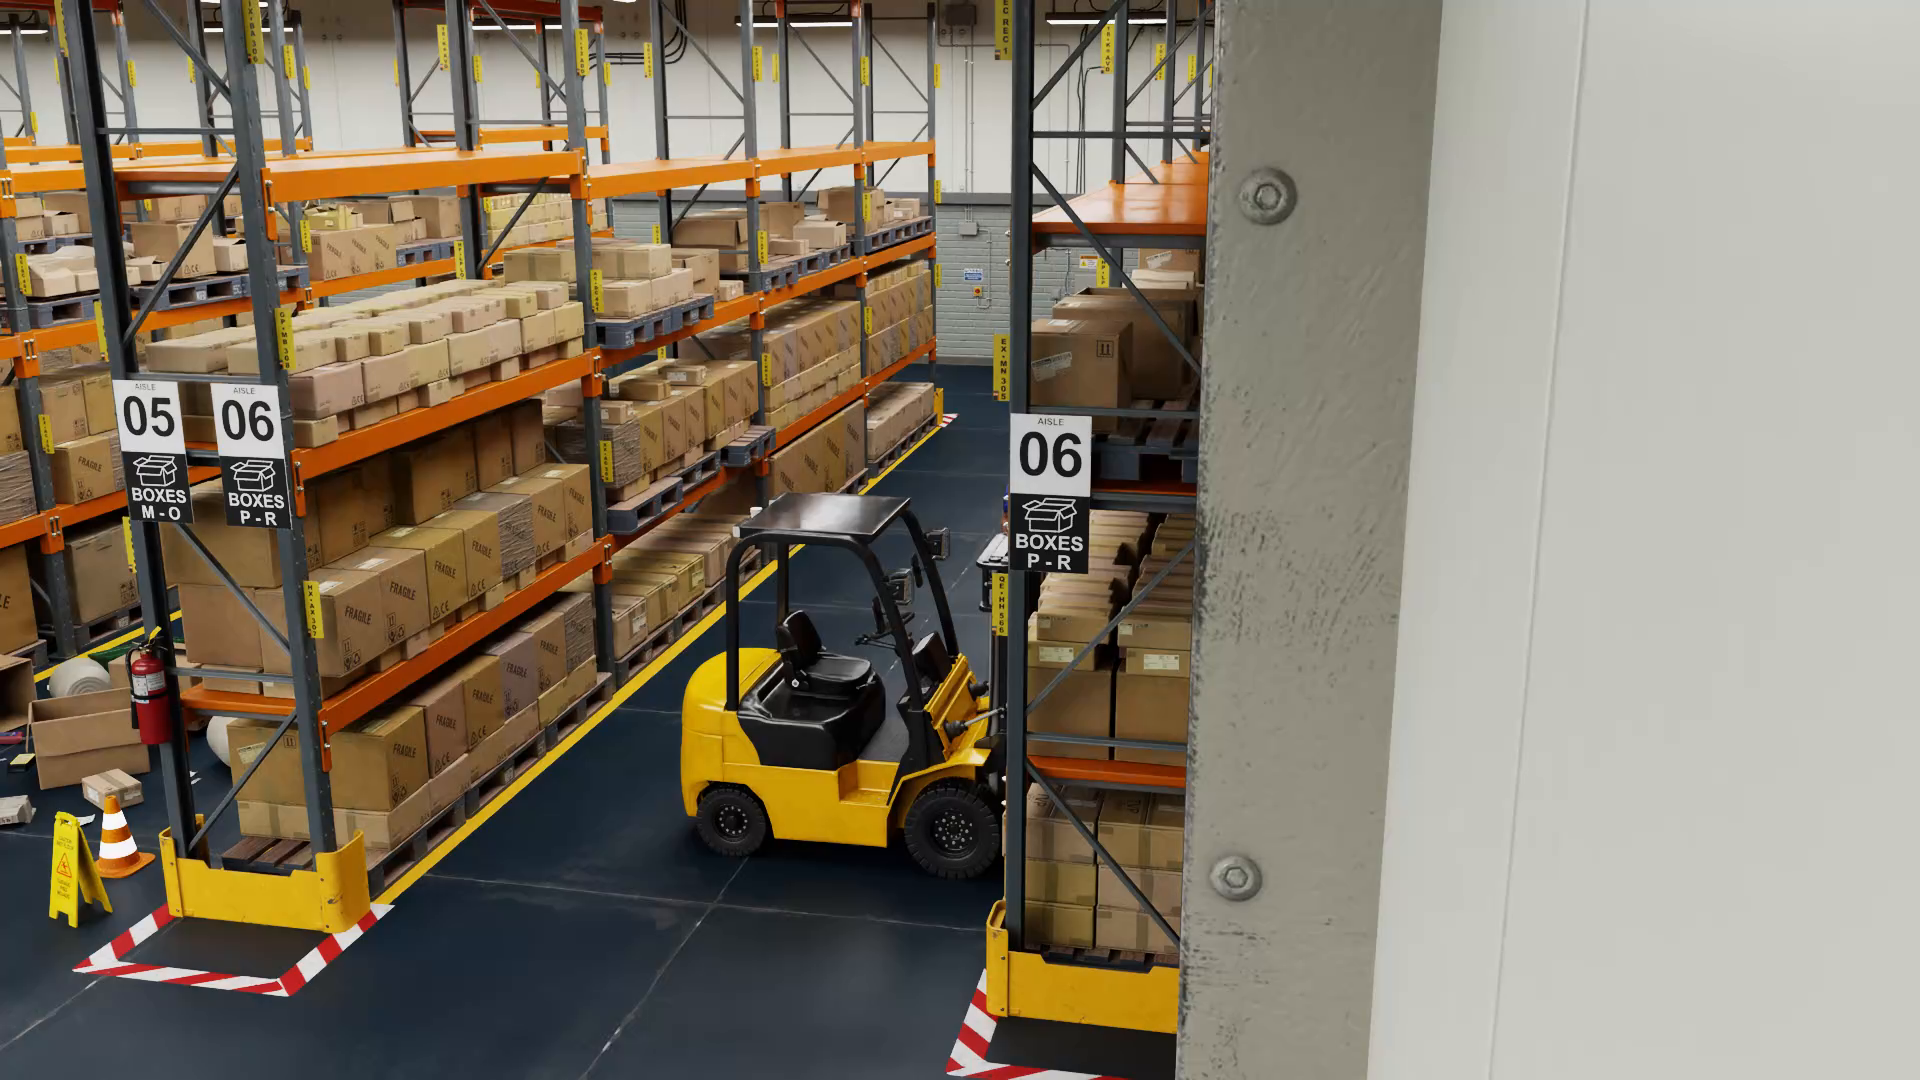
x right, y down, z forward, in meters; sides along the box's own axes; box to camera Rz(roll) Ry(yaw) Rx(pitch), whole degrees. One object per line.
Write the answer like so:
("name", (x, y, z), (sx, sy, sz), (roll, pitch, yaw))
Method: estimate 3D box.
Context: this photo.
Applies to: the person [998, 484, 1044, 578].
("person", (0.573, 0.048, 14.839), (0.507, 1.655, 0.350), (3, 15, 10))
